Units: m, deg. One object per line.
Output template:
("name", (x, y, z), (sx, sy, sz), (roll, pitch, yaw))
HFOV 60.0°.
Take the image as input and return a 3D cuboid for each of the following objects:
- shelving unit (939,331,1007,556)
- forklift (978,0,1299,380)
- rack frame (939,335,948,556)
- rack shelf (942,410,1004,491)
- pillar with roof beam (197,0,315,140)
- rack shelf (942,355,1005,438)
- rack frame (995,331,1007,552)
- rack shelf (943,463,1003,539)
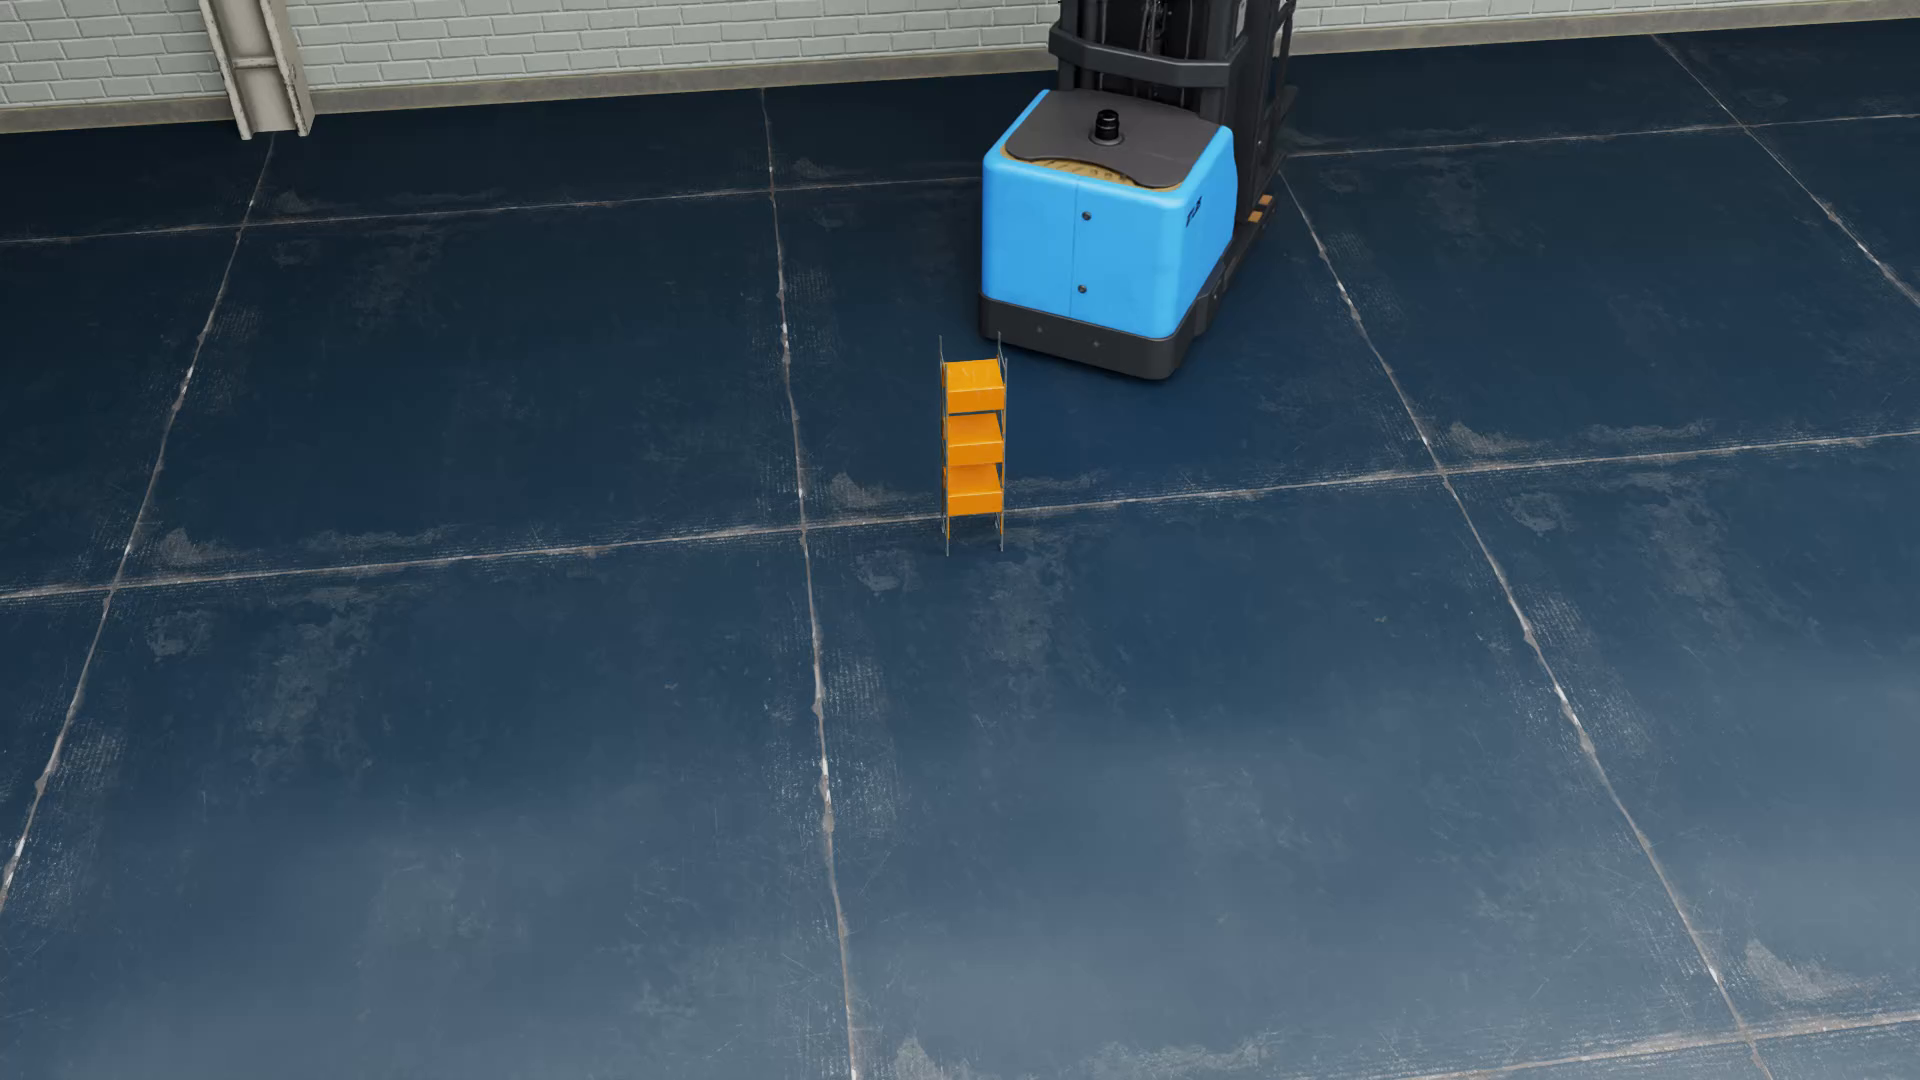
("shelving unit", (0.053, -0.394, 7.119), (0.252, 1.050, 0.215), (-5, 42, -6))
("forklift", (1.155, -2.874, 8.463), (1.130, 2.935, 3.031), (17, 45, 18))
("rack frame", (-0.068, -0.384, 7.107), (0.008, 1.050, 0.200), (-5, 42, -6))
("rack shelf", (0.053, -0.387, 7.126), (0.240, 0.259, 0.215), (-5, 42, -6))
("pillar with roof beam", (-3.666, -3.053, 4.131), (0.400, 9.000, 9.100), (-5, 42, -6))
("rack shelf", (0.053, -0.597, 6.936), (0.240, 0.259, 0.215), (-5, 42, -6))
("rack frame", (0.174, -0.405, 7.130), (0.008, 1.050, 0.200), (-5, 42, -6))
("rack shelf", (0.053, -0.180, 7.312), (0.240, 0.259, 0.215), (-5, 42, -6))
